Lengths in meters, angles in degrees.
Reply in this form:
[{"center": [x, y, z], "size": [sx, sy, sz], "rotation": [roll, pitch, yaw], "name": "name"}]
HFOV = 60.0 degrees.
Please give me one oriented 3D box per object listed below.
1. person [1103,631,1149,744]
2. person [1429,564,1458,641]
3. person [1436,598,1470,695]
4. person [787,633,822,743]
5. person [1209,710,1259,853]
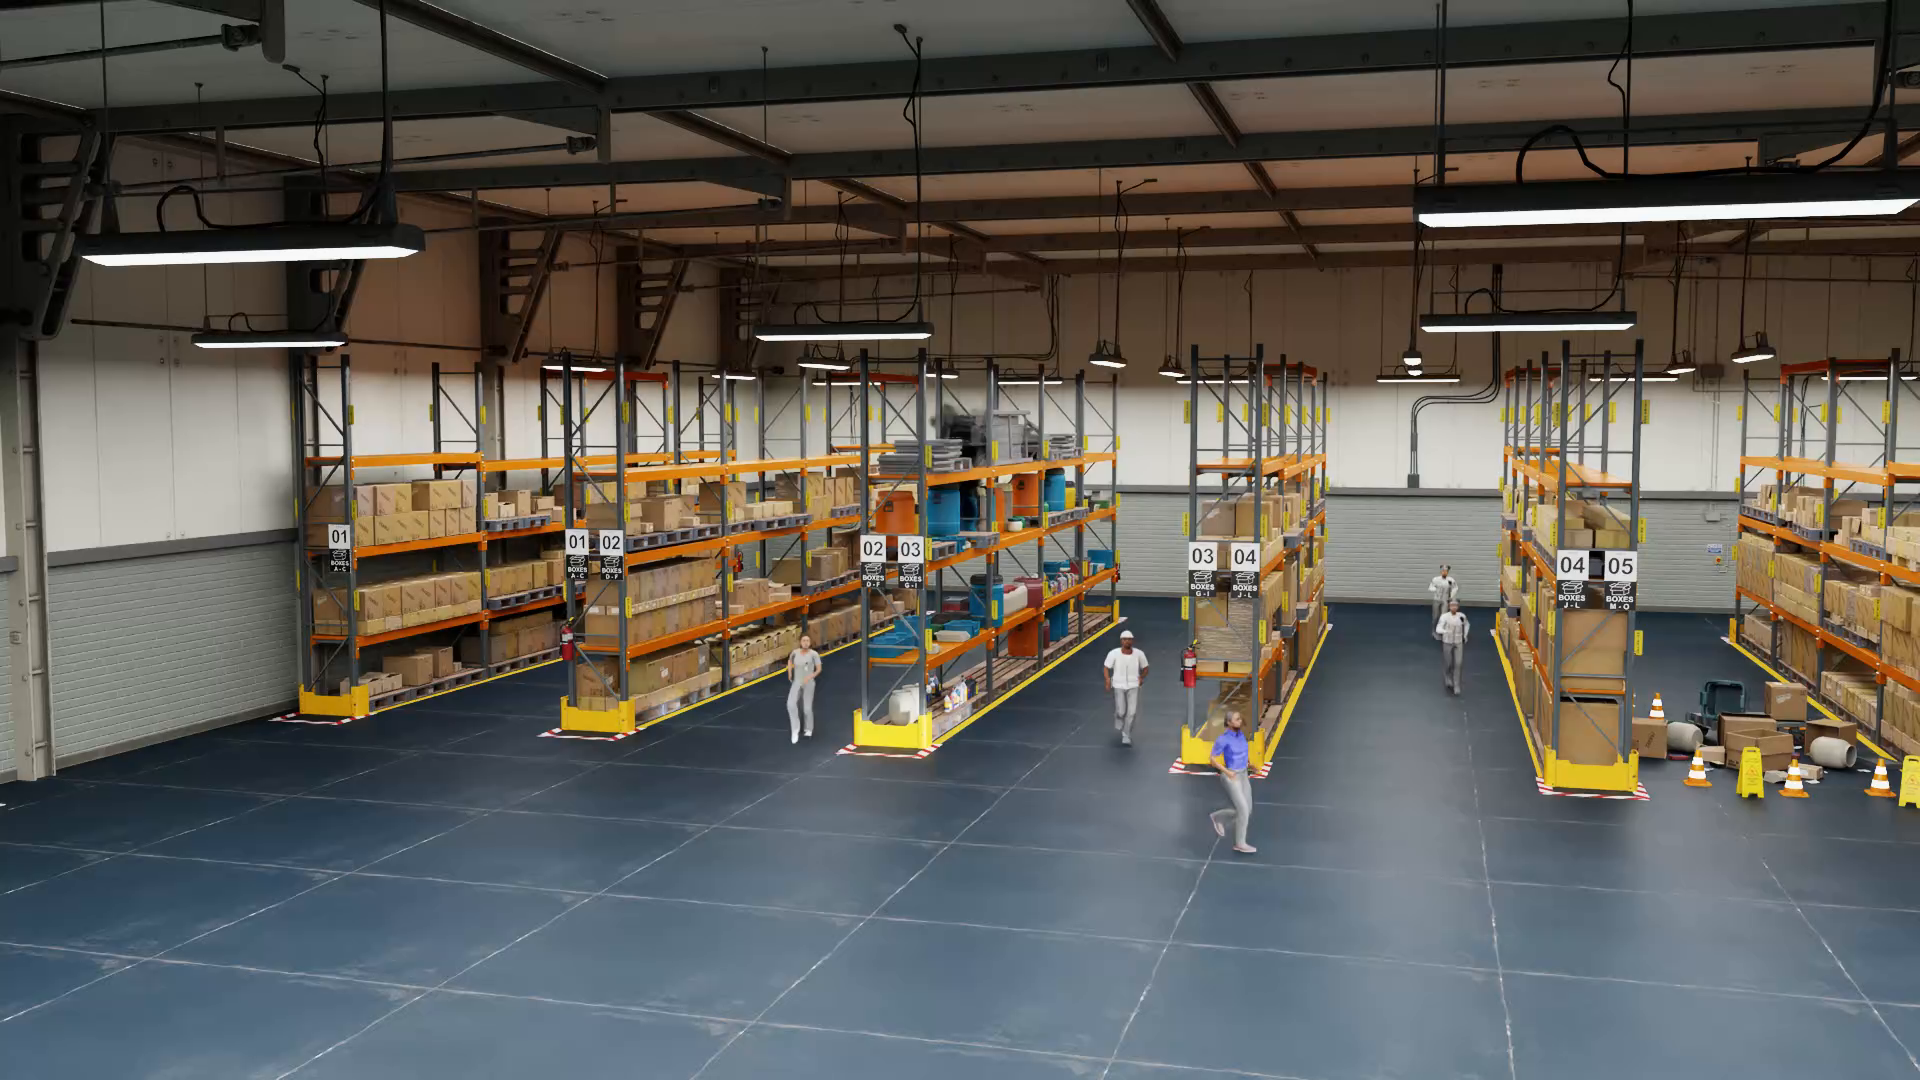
[{"center": [2.549, 2.239, 25.458], "size": [0.702, 1.721, 0.589], "rotation": [0, 4, 0], "name": "person"}, {"center": [10.732, 1.400, 37.018], "size": [0.586, 1.738, 0.702], "rotation": [2, 5, 20], "name": "person"}, {"center": [8.910, 1.882, 30.038], "size": [0.612, 1.701, 0.920], "rotation": [1, 4, 10], "name": "person"}, {"center": [-2.407, 2.260, 25.600], "size": [0.575, 1.674, 0.668], "rotation": [1, 4, 10], "name": "person"}, {"center": [3.126, 2.759, 19.170], "size": [0.580, 1.607, 0.701], "rotation": [-4, 6, -44], "name": "person"}]
